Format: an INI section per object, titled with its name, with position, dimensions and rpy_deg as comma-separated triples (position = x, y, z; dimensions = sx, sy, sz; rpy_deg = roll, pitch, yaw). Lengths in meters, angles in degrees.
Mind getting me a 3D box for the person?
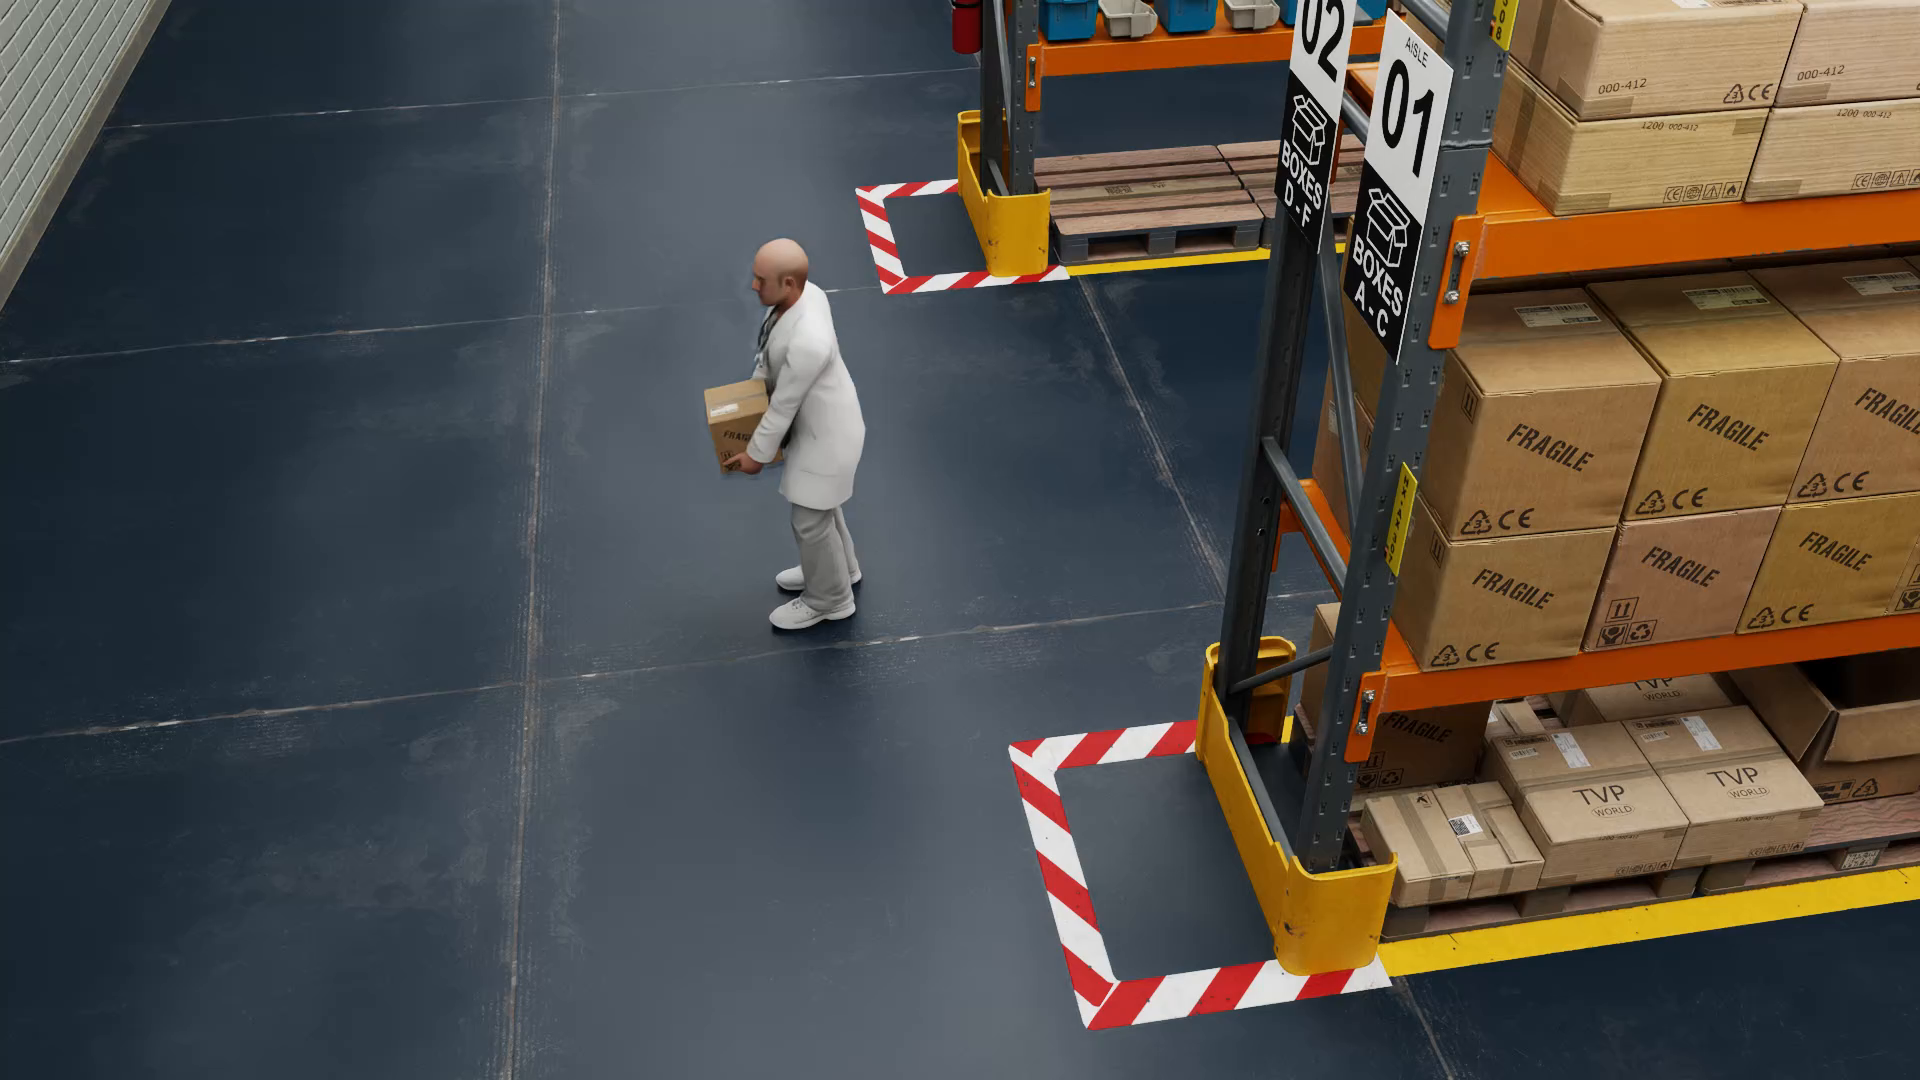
[person]
position = -0.676, -0.419, 6.710
dimensions = 0.582, 1.770, 0.529
rpy_deg = -7, 39, -9
